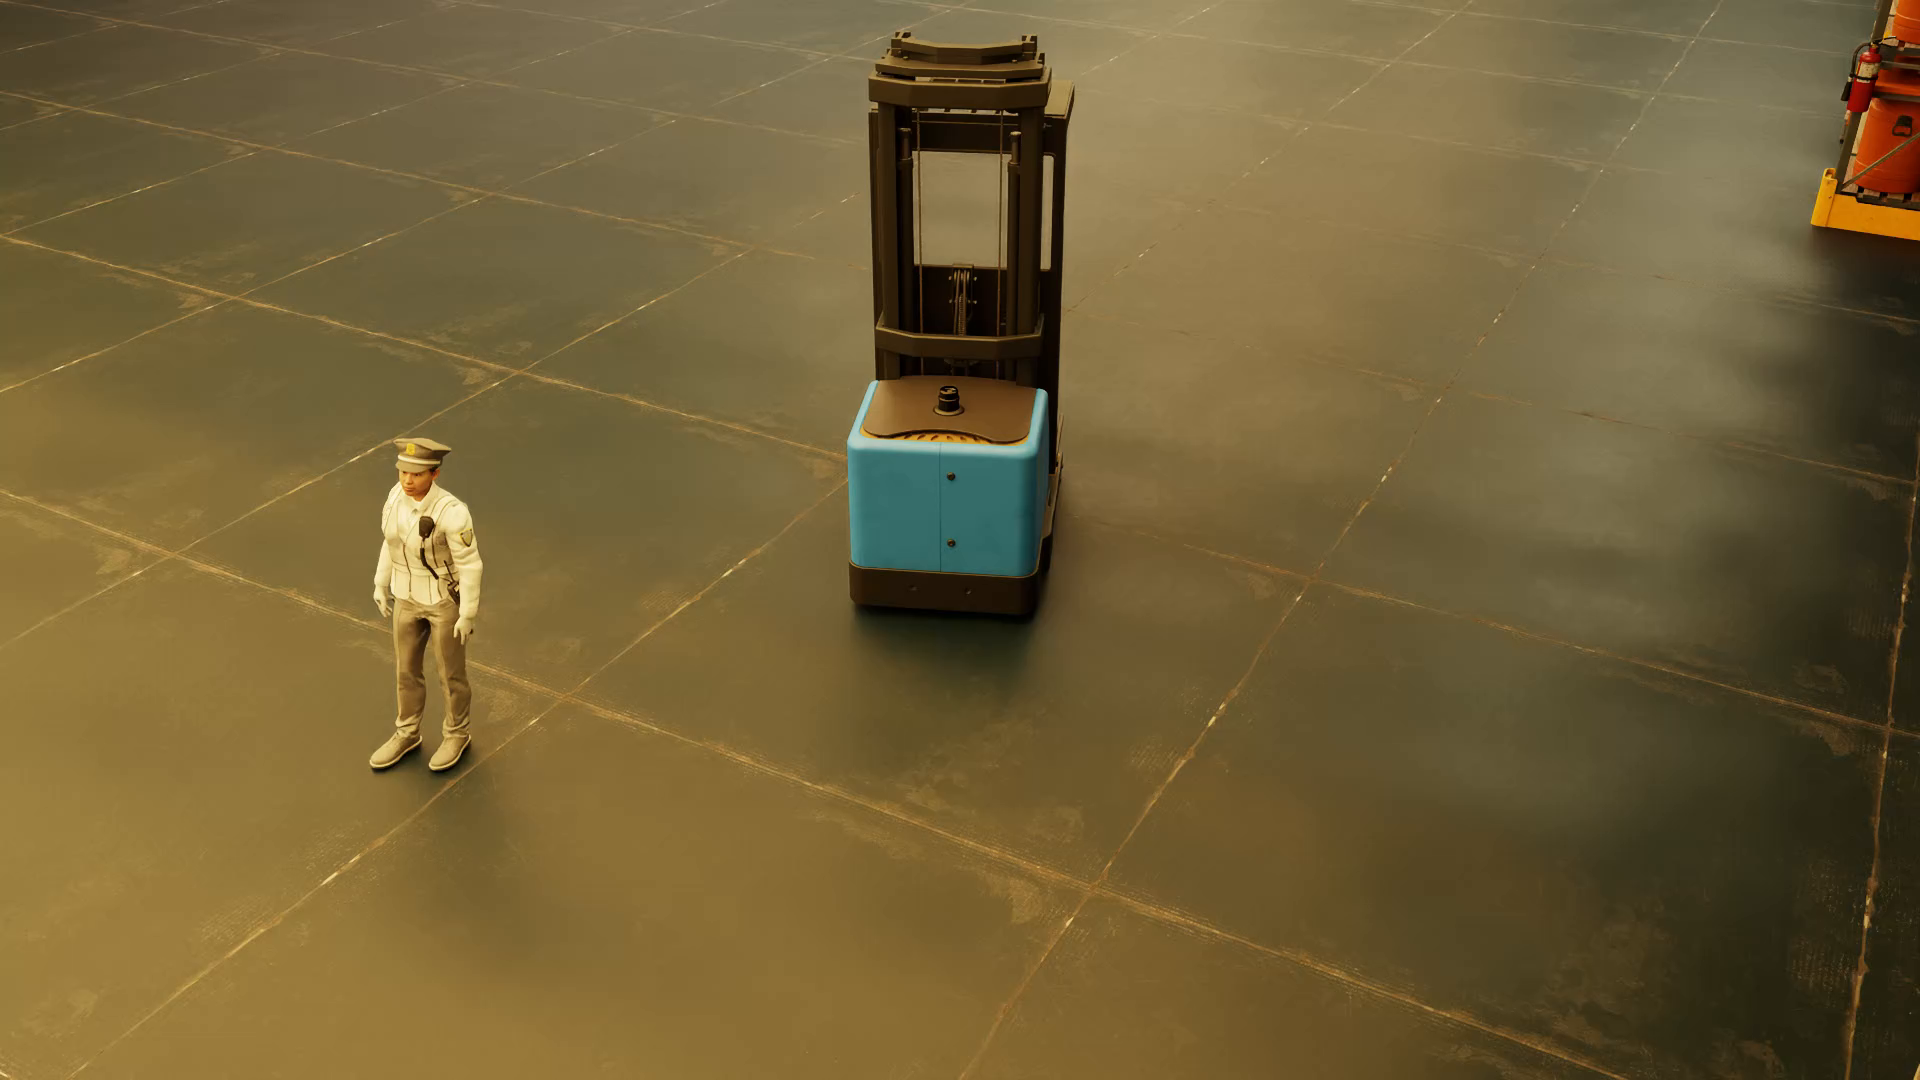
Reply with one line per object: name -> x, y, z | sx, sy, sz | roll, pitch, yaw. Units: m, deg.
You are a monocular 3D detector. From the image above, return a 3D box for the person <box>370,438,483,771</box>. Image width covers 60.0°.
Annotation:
person -> -2.513, 0.311, 7.755 | 0.588, 1.696, 0.533 | 13, 32, 21

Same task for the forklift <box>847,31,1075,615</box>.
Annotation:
forklift -> 0.072, -1.572, 9.794 | 1.130, 2.935, 3.031 | 3, 30, 6
